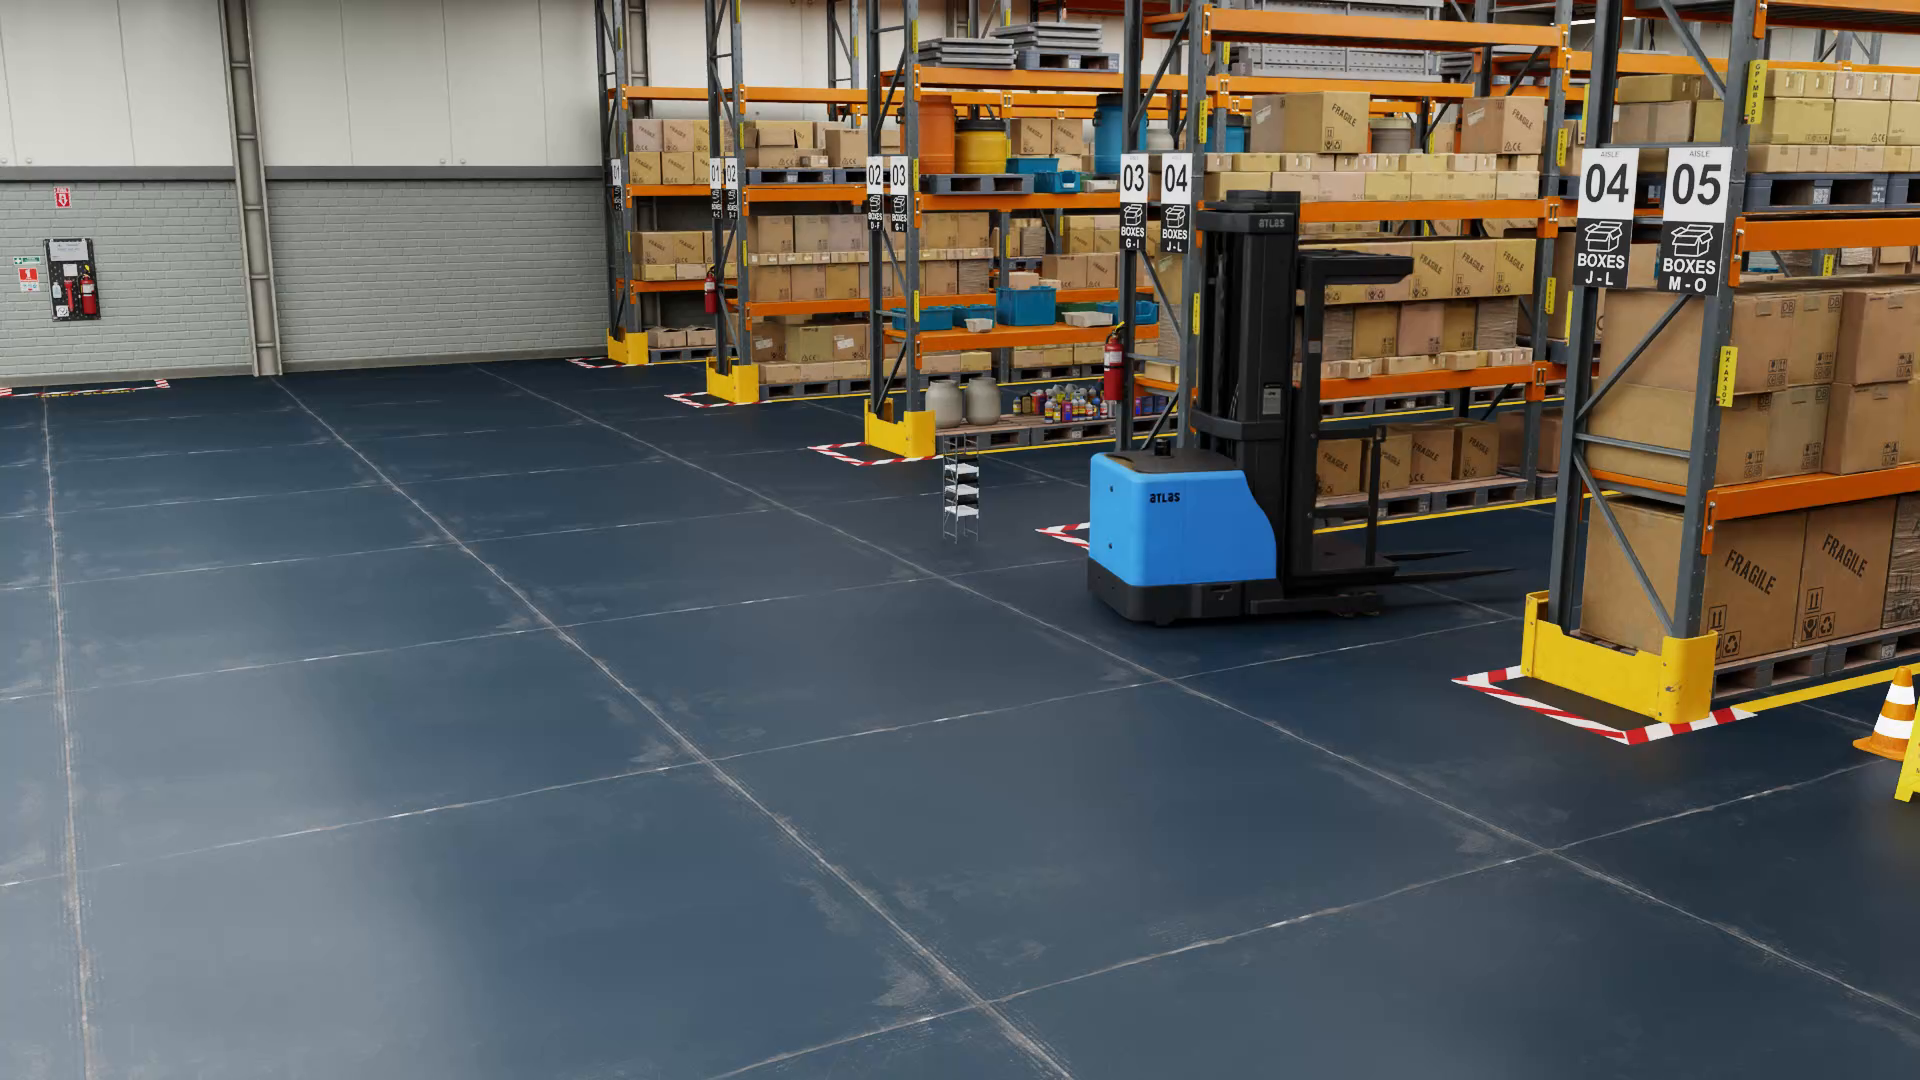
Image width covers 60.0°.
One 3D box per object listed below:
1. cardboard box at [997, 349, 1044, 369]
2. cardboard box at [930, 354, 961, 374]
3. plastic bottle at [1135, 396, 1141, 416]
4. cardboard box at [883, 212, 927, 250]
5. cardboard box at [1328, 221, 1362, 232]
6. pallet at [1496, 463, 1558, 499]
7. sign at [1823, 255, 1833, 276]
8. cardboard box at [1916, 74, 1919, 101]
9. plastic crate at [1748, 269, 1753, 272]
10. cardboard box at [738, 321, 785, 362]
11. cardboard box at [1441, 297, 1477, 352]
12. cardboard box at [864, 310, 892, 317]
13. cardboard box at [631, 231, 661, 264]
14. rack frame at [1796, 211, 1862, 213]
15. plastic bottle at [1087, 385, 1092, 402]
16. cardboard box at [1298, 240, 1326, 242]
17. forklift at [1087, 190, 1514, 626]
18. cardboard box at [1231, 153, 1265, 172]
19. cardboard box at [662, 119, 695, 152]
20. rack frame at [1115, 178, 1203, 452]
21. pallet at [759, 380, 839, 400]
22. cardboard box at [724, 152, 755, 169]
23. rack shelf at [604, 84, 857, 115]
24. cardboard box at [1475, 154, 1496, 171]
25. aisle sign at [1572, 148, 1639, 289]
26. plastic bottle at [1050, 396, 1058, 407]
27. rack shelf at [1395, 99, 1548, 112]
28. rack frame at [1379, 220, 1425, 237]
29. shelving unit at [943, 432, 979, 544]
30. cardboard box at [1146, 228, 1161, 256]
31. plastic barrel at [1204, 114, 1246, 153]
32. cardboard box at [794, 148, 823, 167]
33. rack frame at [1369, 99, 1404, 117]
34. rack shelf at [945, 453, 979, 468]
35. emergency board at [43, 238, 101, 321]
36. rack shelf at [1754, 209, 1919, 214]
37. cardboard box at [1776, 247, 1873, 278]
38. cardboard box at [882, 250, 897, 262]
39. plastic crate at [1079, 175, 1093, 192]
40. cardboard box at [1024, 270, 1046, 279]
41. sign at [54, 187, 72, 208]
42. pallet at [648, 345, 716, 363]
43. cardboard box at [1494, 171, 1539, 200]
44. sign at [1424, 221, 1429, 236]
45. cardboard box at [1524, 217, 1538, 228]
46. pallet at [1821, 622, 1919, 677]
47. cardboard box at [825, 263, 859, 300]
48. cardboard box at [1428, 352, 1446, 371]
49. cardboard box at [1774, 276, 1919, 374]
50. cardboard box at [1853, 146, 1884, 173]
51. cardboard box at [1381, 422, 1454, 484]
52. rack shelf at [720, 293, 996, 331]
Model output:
[{"bbox_3d":[0.892,-2.698,24.572,0.500,0.250,0.500,-7,15,-29],"label":"cardboard box"},{"bbox_3d":[-0.327,-2.562,23.966,0.500,0.250,0.500,-7,14,-28],"label":"cardboard box"},{"bbox_3d":[2.070,-1.606,19.597,0.133,0.283,0.061,-6,14,-24],"label":"plastic bottle"},{"bbox_3d":[-0.850,-4.368,23.503,0.500,0.500,0.700,-7,14,-28],"label":"cardboard box"},{"bbox_3d":[7.499,-6.069,33.560,0.700,0.700,0.980,-7,14,-28],"label":"cardboard box"},{"bbox_3d":[5.845,-0.652,16.526,1.213,0.211,1.003,-7,14,-28],"label":"pallet"},{"bbox_3d":[8.941,-2.774,17.146,0.005,0.325,0.100,-7,14,-28],"label":"sign"},{"bbox_3d":[5.501,-2.634,9.721,0.250,0.149,0.380,-7,14,-29],"label":"cardboard box"},{"bbox_3d":[11.792,-3.994,25.269,0.300,0.233,0.416,-7,14,-28],"label":"plastic crate"},{"bbox_3d":[-2.764,-2.762,23.149,0.500,0.500,0.500,-7,14,-28],"label":"cardboard box"},{"bbox_3d":[4.282,-2.043,15.450,0.500,0.500,0.875,-7,14,-28],"label":"cardboard box"},{"bbox_3d":[-1.320,-3.870,29.164,0.500,0.500,0.700,-6,14,-26],"label":"cardboard box"},{"bbox_3d":[-5.157,-4.766,27.044,0.500,0.500,0.500,-7,14,-28],"label":"cardboard box"},{"bbox_3d":[13.322,-4.147,25.706,0.127,3.000,1.000,-7,14,-28],"label":"rack frame"},{"bbox_3d":[1.551,-1.740,20.194,0.133,0.283,0.061,-6,14,-25],"label":"plastic bottle"},{"bbox_3d":[2.892,-2.403,14.771,0.500,0.500,0.500,-7,14,-28],"label":"cardboard box"},{"bbox_3d":[2.505,-0.993,11.845,3.031,2.935,1.130,-3,13,-13],"label":"forklift"},{"bbox_3d":[2.278,-3.087,13.598,0.250,0.149,0.380,-6,14,-27],"label":"cardboard box"},{"bbox_3d":[-4.550,-6.420,26.421,0.500,0.500,0.500,-7,14,-29],"label":"cardboard box"},{"bbox_3d":[1.651,-1.510,13.985,0.127,3.000,1.000,-7,14,-28],"label":"rack frame"},{"bbox_3d":[-2.441,-2.147,23.169,1.213,0.211,1.003,-7,14,-28],"label":"pallet"},{"bbox_3d":[-3.653,-6.048,27.045,0.500,0.500,0.500,-6,14,-24],"label":"cardboard box"},{"bbox_3d":[-3.714,-7.158,27.066,4.000,0.370,1.077,-7,14,-28],"label":"rack shelf"},{"bbox_3d":[4.558,-3.372,14.861,0.250,0.149,0.380,-8,15,-31],"label":"cardboard box"},{"bbox_3d":[3.733,-1.862,9.629,0.004,0.787,0.394,-7,14,-28],"label":"aisle sign"},{"bbox_3d":[1.112,-1.605,19.780,0.097,0.201,0.097,0,13,0],"label":"plastic bottle"},{"bbox_3d":[9.196,-7.466,28.435,4.000,0.370,1.077,-7,14,-28],"label":"rack shelf"},{"bbox_3d":[7.441,-4.681,28.079,0.127,3.000,1.000,-7,14,-28],"label":"rack frame"},{"bbox_3d":[0.007,-0.440,14.014,0.210,0.900,0.258,-7,14,-28],"label":"shelving unit"},{"bbox_3d":[3.455,-5.582,31.130,0.500,0.500,0.500,-6,14,-26],"label":"cardboard box"},{"bbox_3d":[3.131,-4.688,20.135,0.708,0.901,0.600,-7,14,-28],"label":"plastic barrel"},{"bbox_3d":[-2.208,-5.254,22.860,0.500,0.250,0.500,-7,14,-28],"label":"cardboard box"},{"bbox_3d":[8.575,-8.983,33.531,0.127,3.000,1.000,-7,14,-28],"label":"rack frame"},{"bbox_3d":[0.007,-0.671,13.962,0.200,0.077,0.258,-7,14,-28],"label":"rack shelf"},{"bbox_3d":[-12.723,-3.730,23.851,0.643,1.169,0.194,-7,14,-28],"label":"emergency board"},{"bbox_3d":[10.428,-3.674,18.409,4.000,0.370,1.077,-7,14,-28],"label":"rack shelf"},{"bbox_3d":[9.323,-2.963,17.932,0.637,0.503,0.797,-6,14,-26],"label":"cardboard box"},{"bbox_3d":[-1.064,-3.973,23.228,0.250,0.149,0.380,-6,14,-26],"label":"cardboard box"},{"bbox_3d":[1.273,-4.131,19.286,0.450,0.188,0.336,-7,14,-28],"label":"plastic crate"},{"bbox_3d":[1.102,-3.902,24.923,0.258,0.266,0.396,-7,15,-29],"label":"cardboard box"},{"bbox_3d":[-12.778,-4.879,23.678,0.199,0.298,0.001,-7,14,-28],"label":"sign"},{"bbox_3d":[-4.672,-3.100,27.401,1.213,0.211,1.003,-7,14,-28],"label":"pallet"},{"bbox_3d":[4.887,-3.222,15.105,0.500,0.250,0.500,-6,14,-26],"label":"cardboard box"},{"bbox_3d":[7.710,-5.140,27.479,0.005,0.325,0.100,-7,14,-28],"label":"sign"},{"bbox_3d":[9.797,-5.430,28.902,0.500,0.500,0.500,-6,14,-26],"label":"cardboard box"},{"bbox_3d":[5.673,0.591,11.004,1.213,0.211,1.003,-7,14,-28],"label":"pallet"},{"bbox_3d":[-1.779,-3.622,23.143,0.500,0.500,0.700,-7,14,-27],"label":"cardboard box"},{"bbox_3d":[4.193,-1.641,15.140,0.250,0.149,0.380,-7,14,-28],"label":"cardboard box"},{"bbox_3d":[5.681,-1.364,10.536,0.500,0.550,0.875,-7,14,-28],"label":"cardboard box"},{"bbox_3d":[5.059,-2.192,9.573,0.250,0.149,0.380,-7,14,-27],"label":"cardboard box"},{"bbox_3d":[4.293,-0.820,15.656,0.500,0.500,0.500,-2,13,-10],"label":"cardboard box"},{"bbox_3d":[-1.337,-3.279,23.484,4.000,0.370,1.077,-7,14,-28],"label":"rack shelf"}]
